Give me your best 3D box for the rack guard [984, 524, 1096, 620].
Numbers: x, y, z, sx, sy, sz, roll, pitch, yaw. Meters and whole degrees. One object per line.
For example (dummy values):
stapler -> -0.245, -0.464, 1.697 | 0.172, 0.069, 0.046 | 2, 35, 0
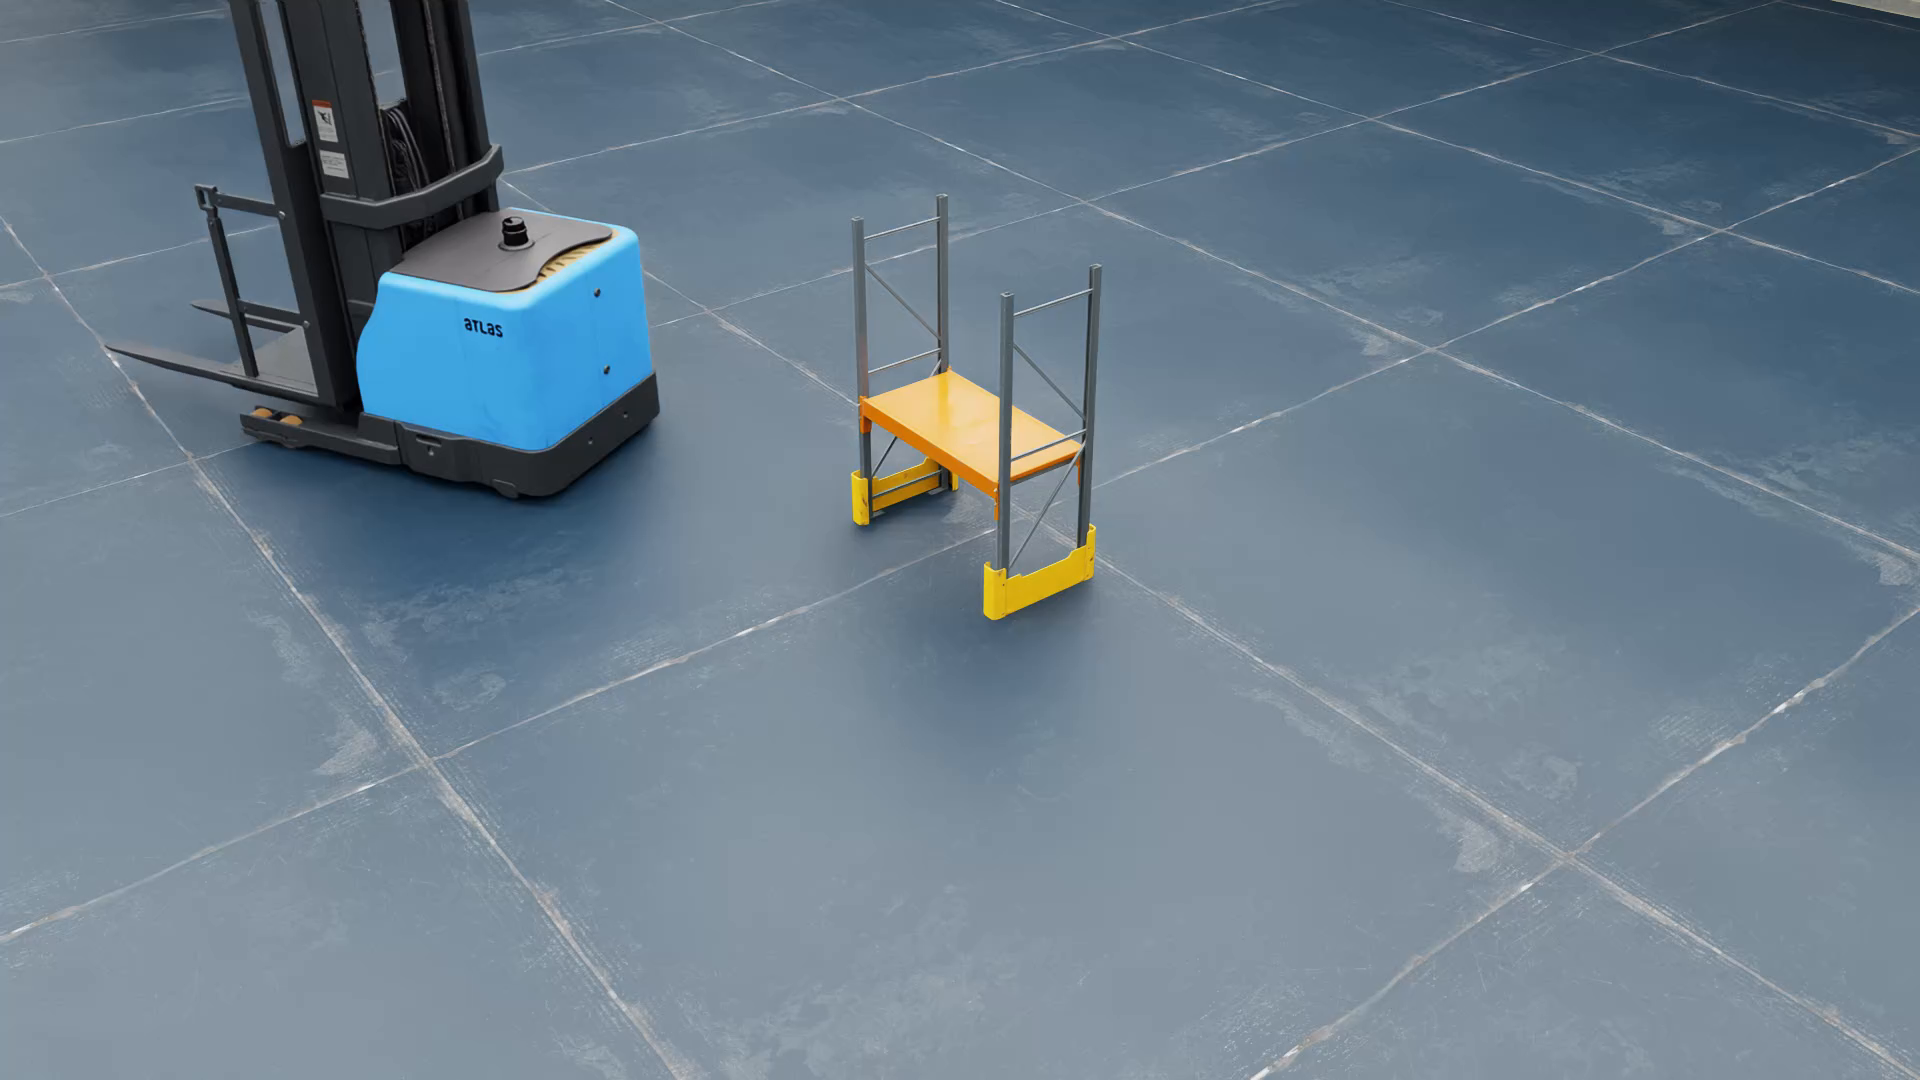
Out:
rack guard -> 0.352, 0.133, 7.299 | 0.587, 0.250, 0.087 | -22, 38, -31

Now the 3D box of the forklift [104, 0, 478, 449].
forklift -> -3.130, -1.953, 8.116 | 3.031, 2.935, 1.121 | 13, 34, 20

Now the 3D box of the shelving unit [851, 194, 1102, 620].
shelving unit -> 0.047, -0.605, 7.303 | 0.587, 1.500, 1.083 | -22, 38, -31

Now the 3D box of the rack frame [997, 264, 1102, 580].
rack frame -> 0.364, -0.390, 6.956 | 0.500, 1.500, 0.032 | -22, 38, -31

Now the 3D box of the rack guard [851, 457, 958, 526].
rack guard -> -0.259, -0.282, 7.967 | 0.587, 0.250, 0.087 | -22, 38, -31

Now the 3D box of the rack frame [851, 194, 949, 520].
rack frame -> -0.259, -0.813, 7.638 | 0.500, 1.500, 0.032 | -22, 38, -31

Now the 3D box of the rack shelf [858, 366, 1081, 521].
rack shelf -> 0.052, -0.449, 7.392 | 0.538, 0.185, 1.000 | -22, 38, -31
